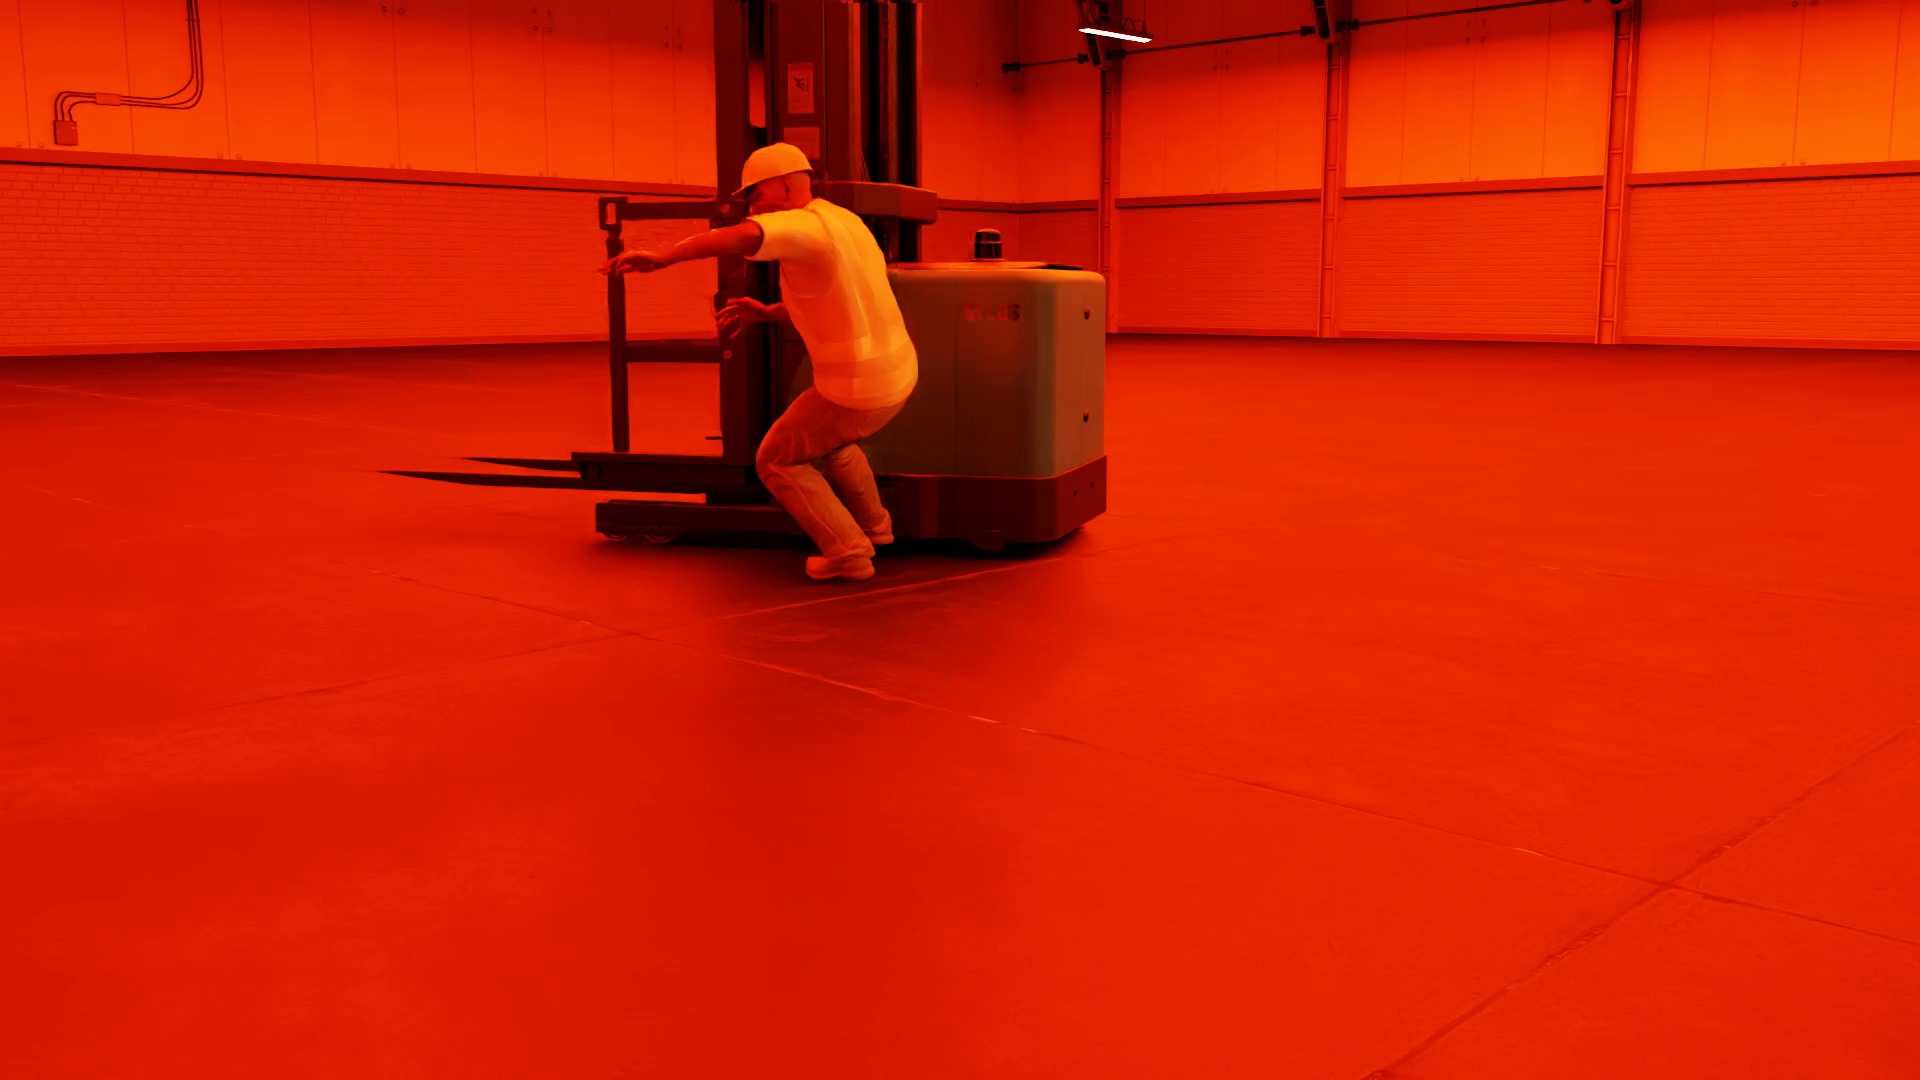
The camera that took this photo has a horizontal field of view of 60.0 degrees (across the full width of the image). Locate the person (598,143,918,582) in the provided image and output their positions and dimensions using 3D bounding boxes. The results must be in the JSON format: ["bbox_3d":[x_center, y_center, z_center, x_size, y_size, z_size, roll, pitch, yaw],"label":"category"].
[{"bbox_3d":[-0.545,-0.588,5.636,0.798,1.475,1.574,2,9,15],"label":"person"}]

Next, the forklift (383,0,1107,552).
[{"bbox_3d":[-0.954,-1.506,6.877,3.031,2.935,1.130,3,9,17],"label":"forklift"}]
